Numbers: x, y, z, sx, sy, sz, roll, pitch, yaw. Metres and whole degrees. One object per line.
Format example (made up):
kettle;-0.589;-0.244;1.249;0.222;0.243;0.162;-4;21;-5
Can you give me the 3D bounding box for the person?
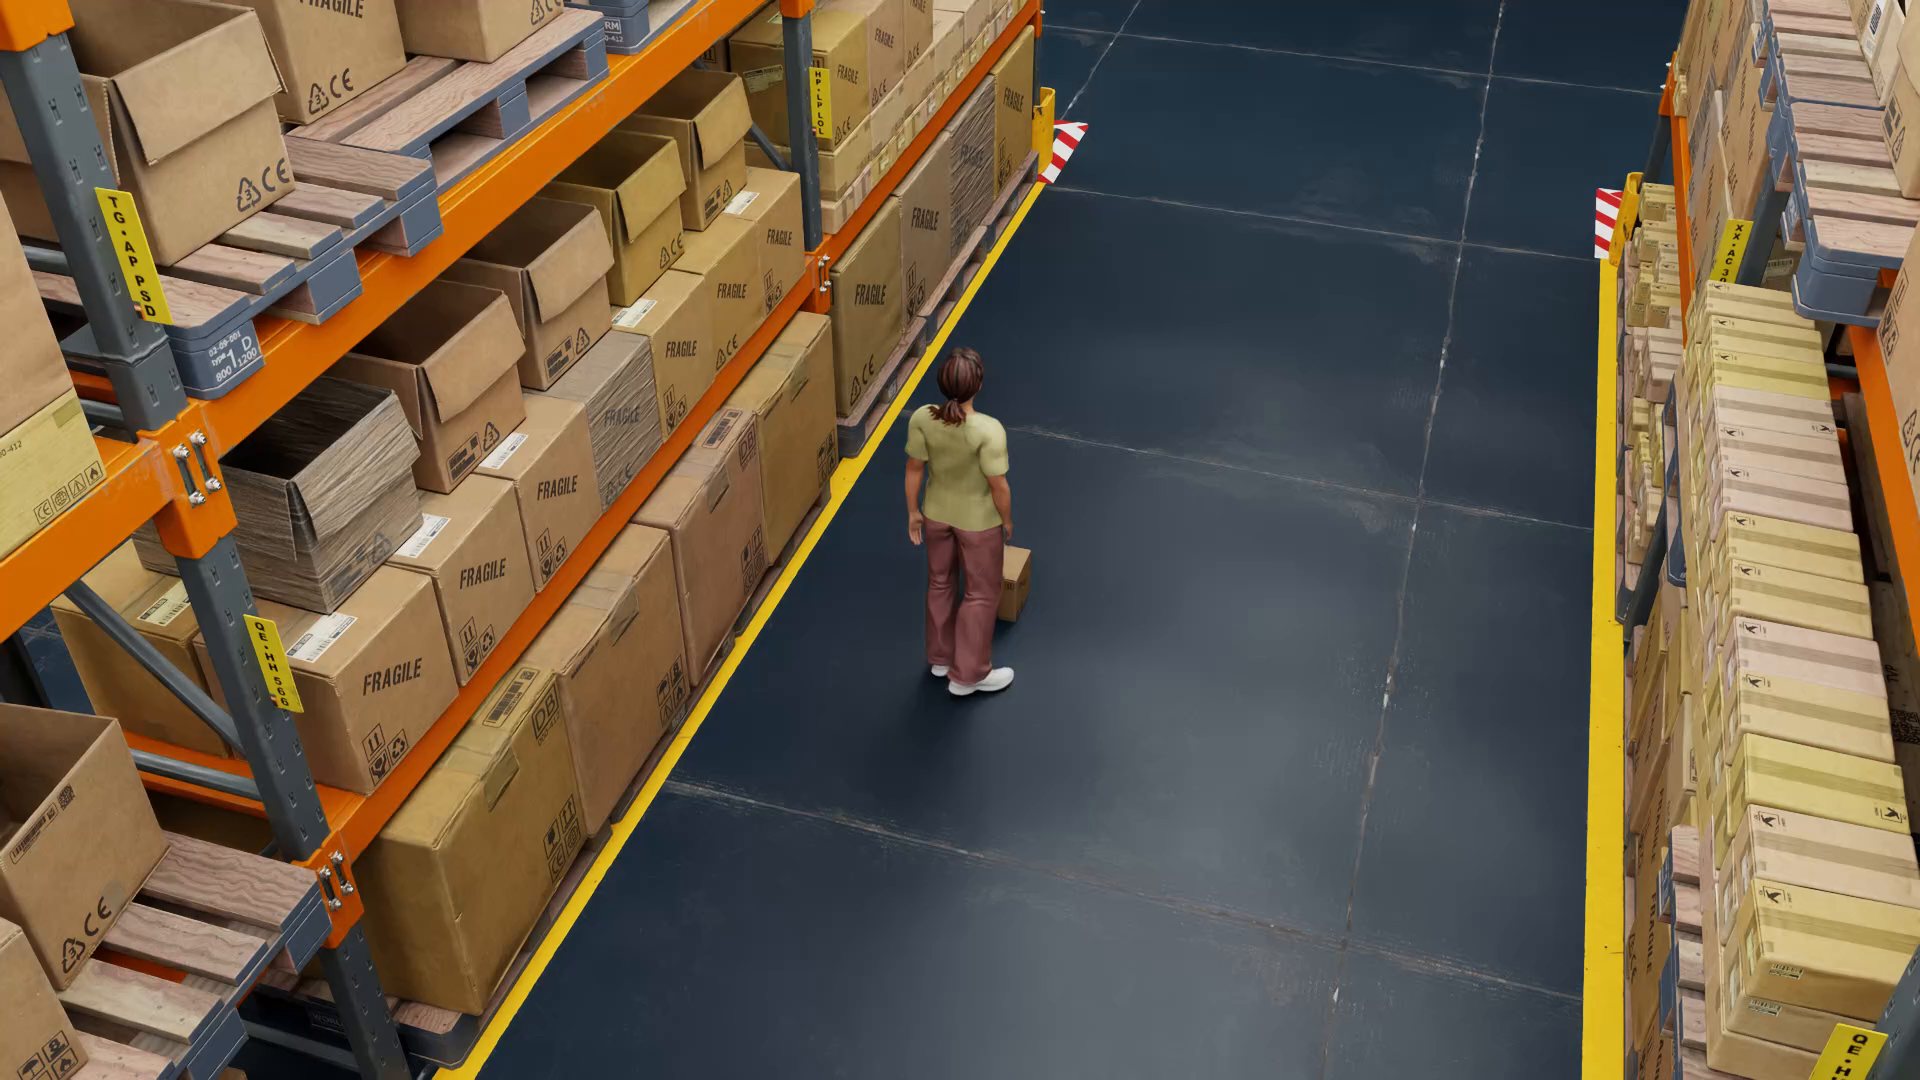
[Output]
person;0.019;-0.085;6.973;0.470;1.671;0.403;16;40;20
